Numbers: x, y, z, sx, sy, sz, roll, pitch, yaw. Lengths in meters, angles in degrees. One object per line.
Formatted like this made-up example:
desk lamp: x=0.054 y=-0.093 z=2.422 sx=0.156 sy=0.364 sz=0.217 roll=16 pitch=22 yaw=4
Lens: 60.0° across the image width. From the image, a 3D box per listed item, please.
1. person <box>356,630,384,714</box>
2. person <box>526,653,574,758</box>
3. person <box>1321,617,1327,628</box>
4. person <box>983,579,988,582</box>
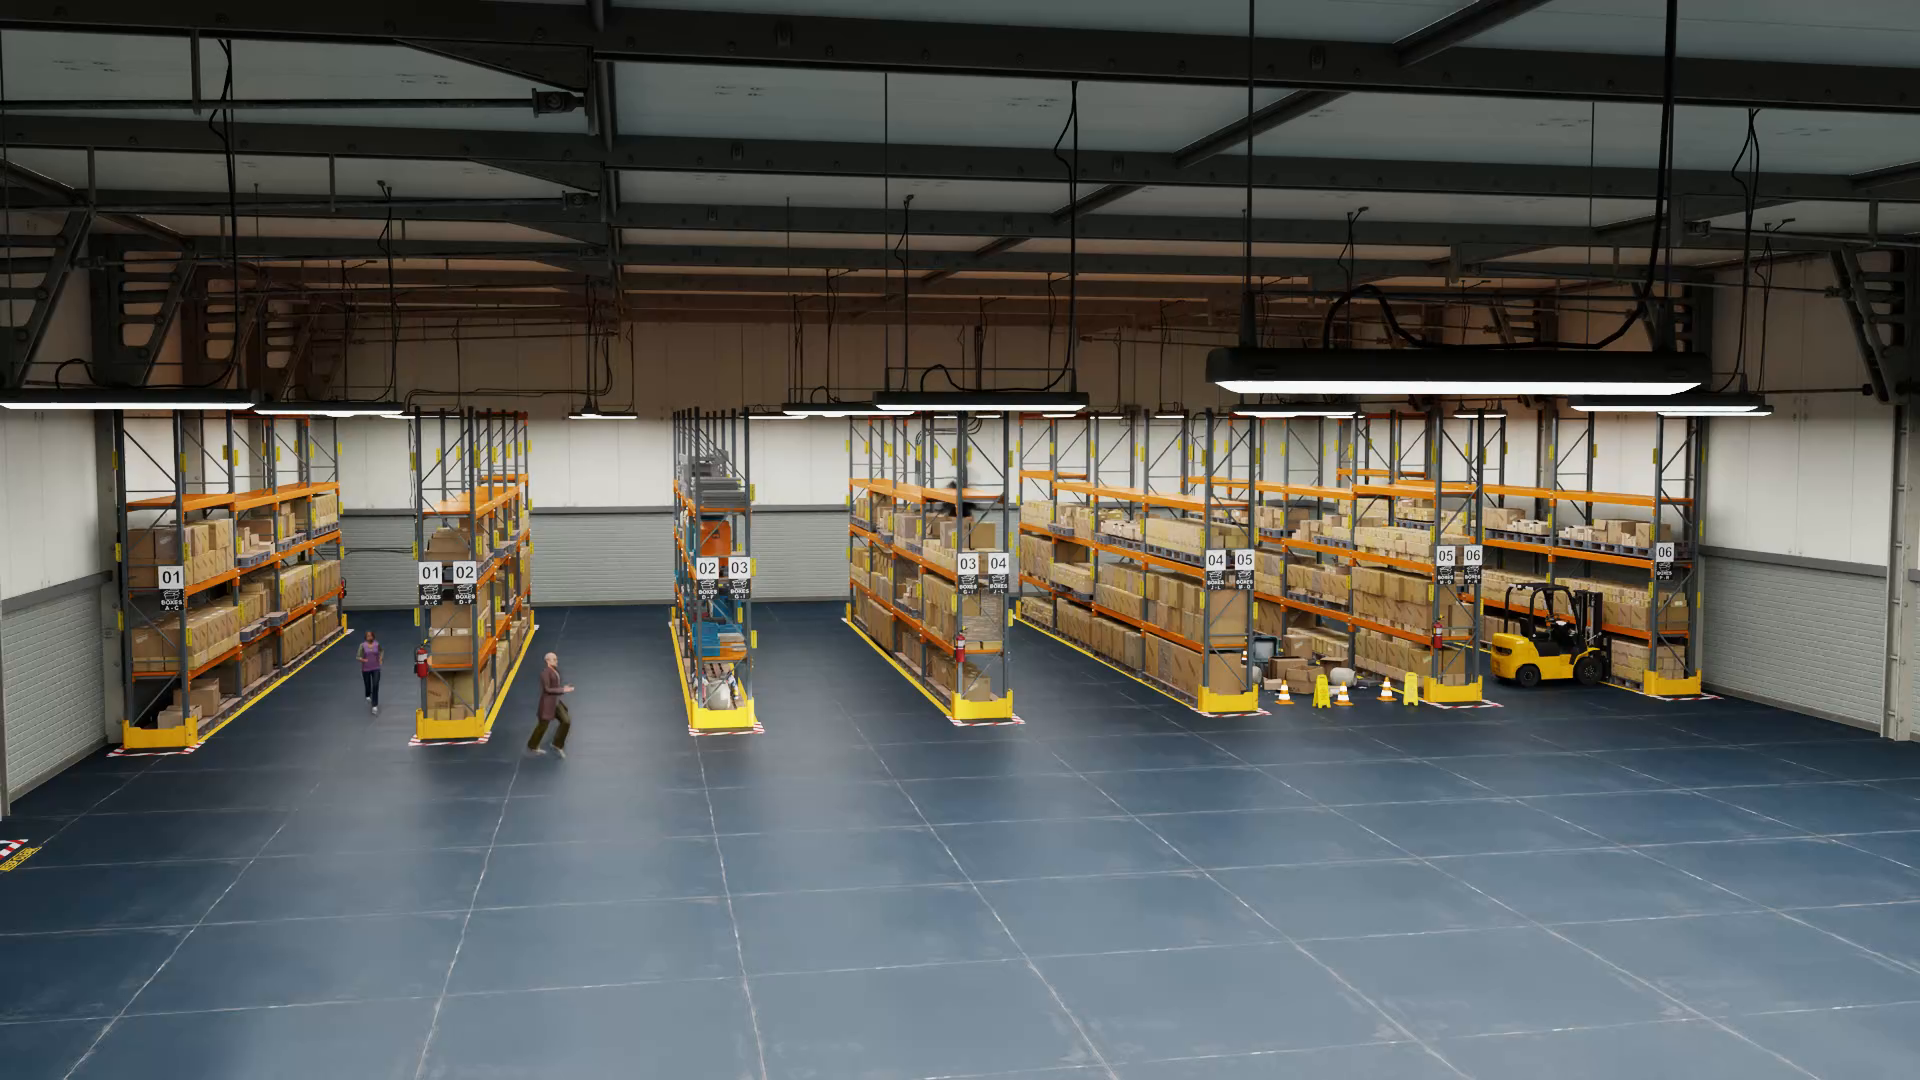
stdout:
person: x=-11.652 y=2.580 z=32.878 sx=0.538 sy=1.605 sz=0.877 roll=-2 pitch=4 yaw=-23
person: x=-6.967 y=2.831 z=28.289 sx=0.907 sy=1.834 sz=0.668 roll=1 pitch=4 yaw=14
person: x=9.733 y=1.655 z=44.970 sx=0.714 sy=1.742 sz=0.861 roll=-1 pitch=4 yaw=-18
person: x=0.466 y=1.444 z=49.061 sx=0.764 sy=1.588 sz=0.738 roll=-3 pitch=5 yaw=-34
